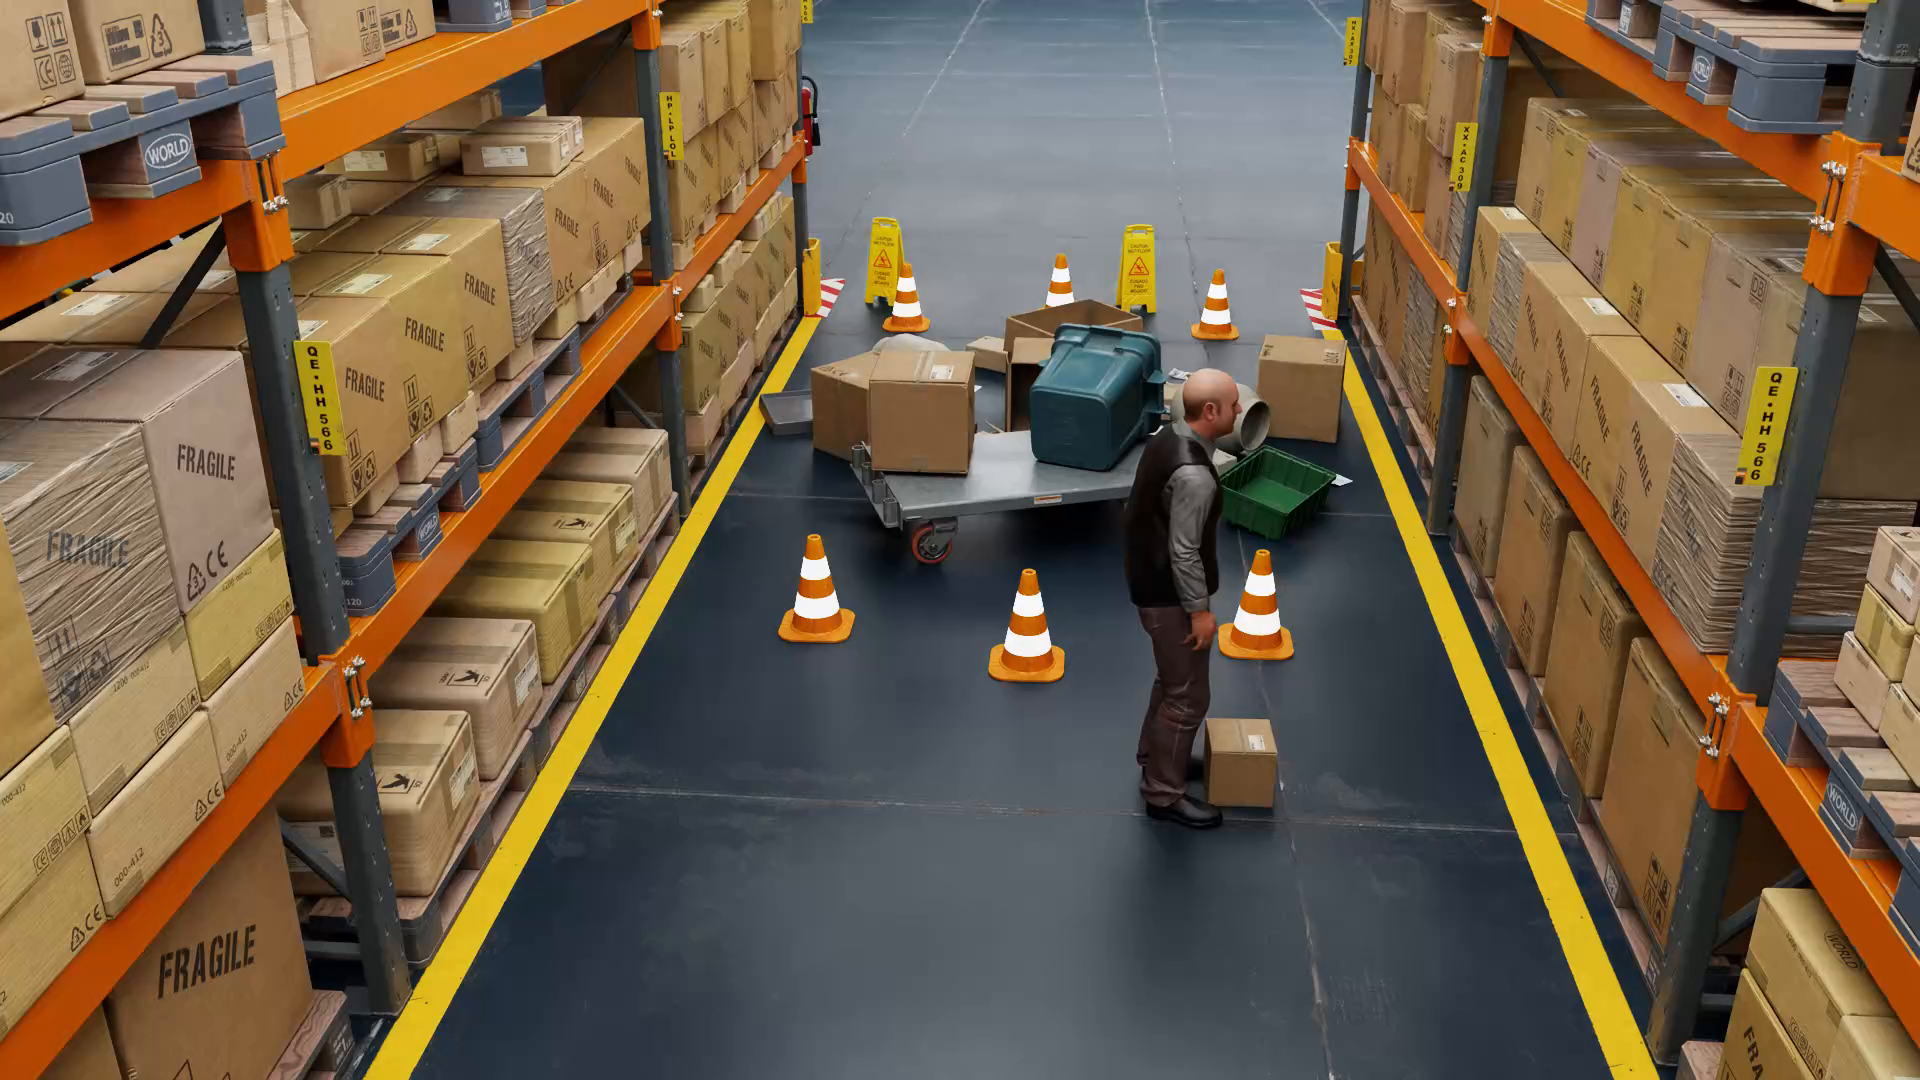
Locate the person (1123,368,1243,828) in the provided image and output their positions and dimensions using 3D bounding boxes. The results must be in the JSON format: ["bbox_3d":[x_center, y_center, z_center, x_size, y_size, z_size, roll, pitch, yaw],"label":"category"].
[{"bbox_3d":[0.813,0.191,6.211,0.419,1.720,0.594,1,24,1],"label":"person"}]
